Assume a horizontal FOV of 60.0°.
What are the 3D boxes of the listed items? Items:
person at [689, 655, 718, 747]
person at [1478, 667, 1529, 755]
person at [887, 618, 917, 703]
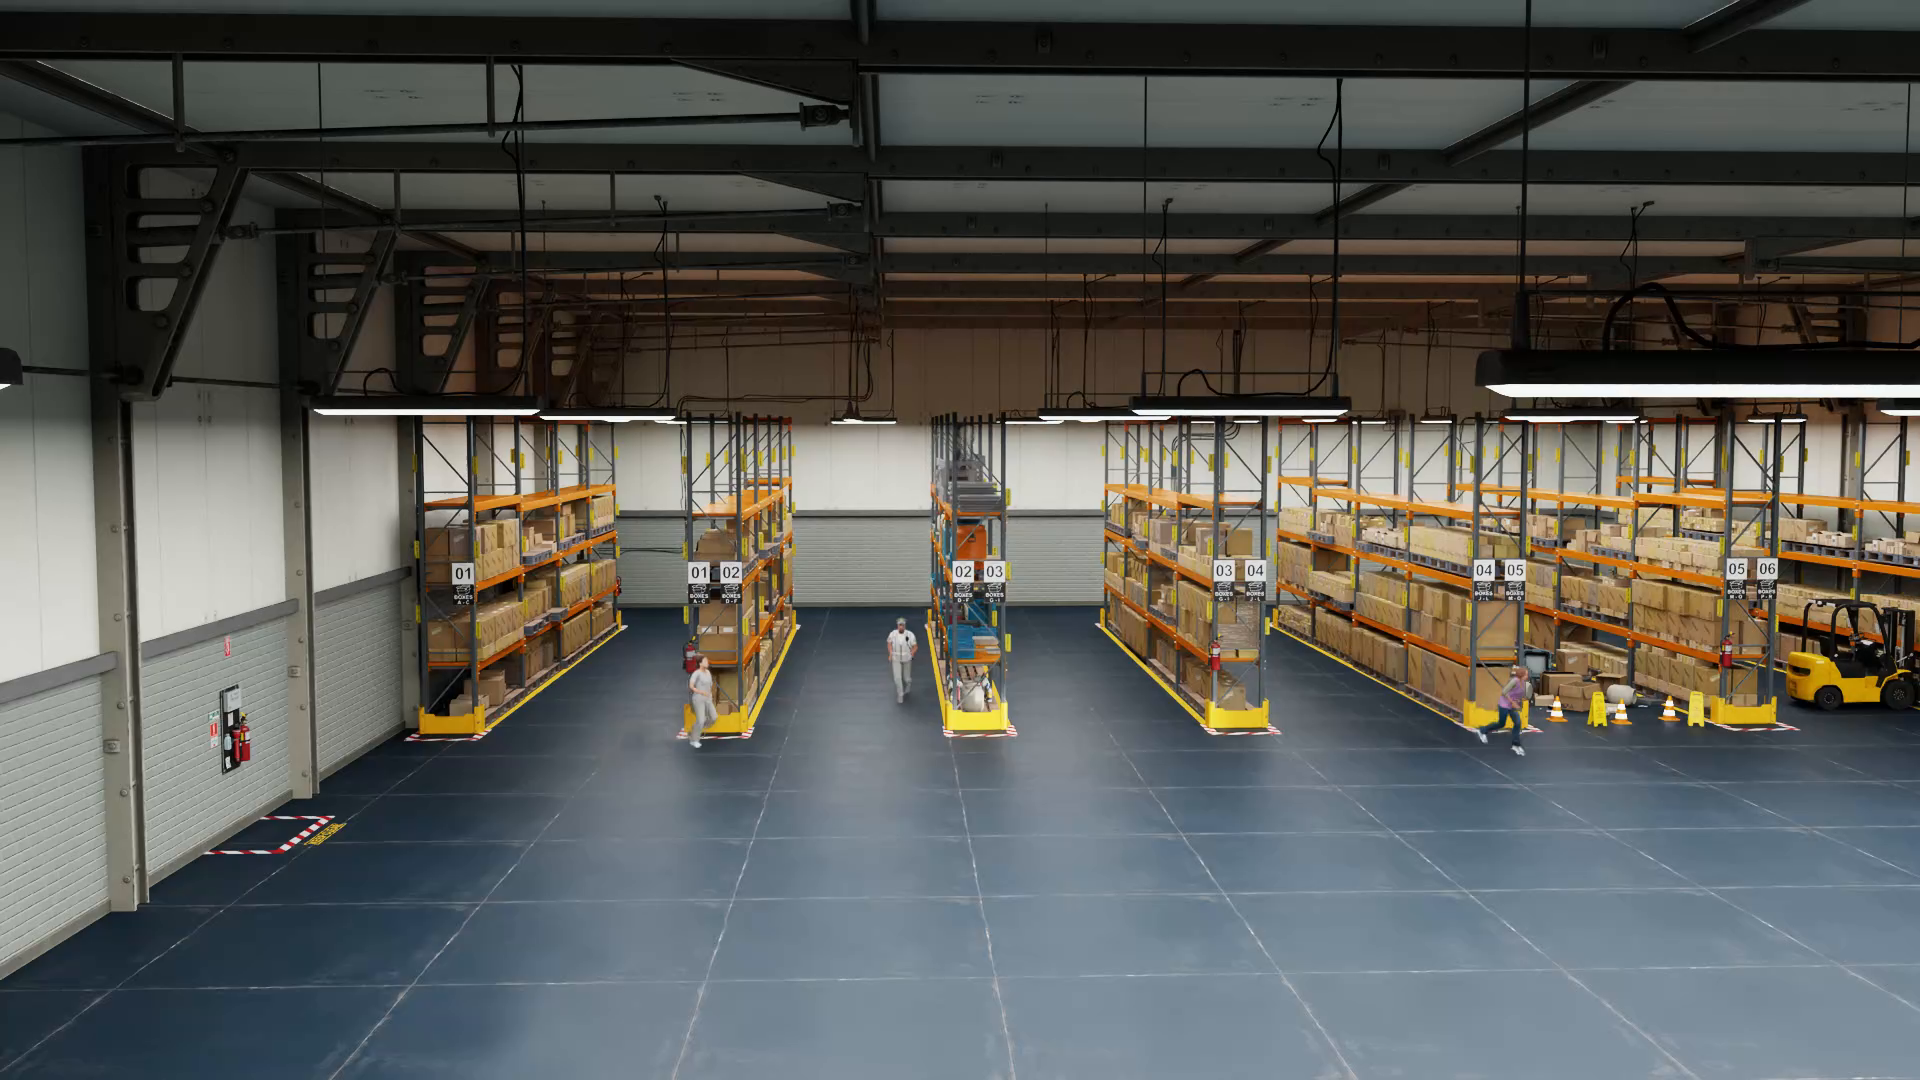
[{"bbox_3d":[-4.586,2.927,29.821,0.520,1.546,0.572,3,5,35],"label":"person"},{"bbox_3d":[9.595,2.980,29.379,0.913,1.547,0.569,3,5,41],"label":"person"},{"bbox_3d":[-1.217,2.493,34.859,0.648,1.750,0.849,0,4,2],"label":"person"}]
